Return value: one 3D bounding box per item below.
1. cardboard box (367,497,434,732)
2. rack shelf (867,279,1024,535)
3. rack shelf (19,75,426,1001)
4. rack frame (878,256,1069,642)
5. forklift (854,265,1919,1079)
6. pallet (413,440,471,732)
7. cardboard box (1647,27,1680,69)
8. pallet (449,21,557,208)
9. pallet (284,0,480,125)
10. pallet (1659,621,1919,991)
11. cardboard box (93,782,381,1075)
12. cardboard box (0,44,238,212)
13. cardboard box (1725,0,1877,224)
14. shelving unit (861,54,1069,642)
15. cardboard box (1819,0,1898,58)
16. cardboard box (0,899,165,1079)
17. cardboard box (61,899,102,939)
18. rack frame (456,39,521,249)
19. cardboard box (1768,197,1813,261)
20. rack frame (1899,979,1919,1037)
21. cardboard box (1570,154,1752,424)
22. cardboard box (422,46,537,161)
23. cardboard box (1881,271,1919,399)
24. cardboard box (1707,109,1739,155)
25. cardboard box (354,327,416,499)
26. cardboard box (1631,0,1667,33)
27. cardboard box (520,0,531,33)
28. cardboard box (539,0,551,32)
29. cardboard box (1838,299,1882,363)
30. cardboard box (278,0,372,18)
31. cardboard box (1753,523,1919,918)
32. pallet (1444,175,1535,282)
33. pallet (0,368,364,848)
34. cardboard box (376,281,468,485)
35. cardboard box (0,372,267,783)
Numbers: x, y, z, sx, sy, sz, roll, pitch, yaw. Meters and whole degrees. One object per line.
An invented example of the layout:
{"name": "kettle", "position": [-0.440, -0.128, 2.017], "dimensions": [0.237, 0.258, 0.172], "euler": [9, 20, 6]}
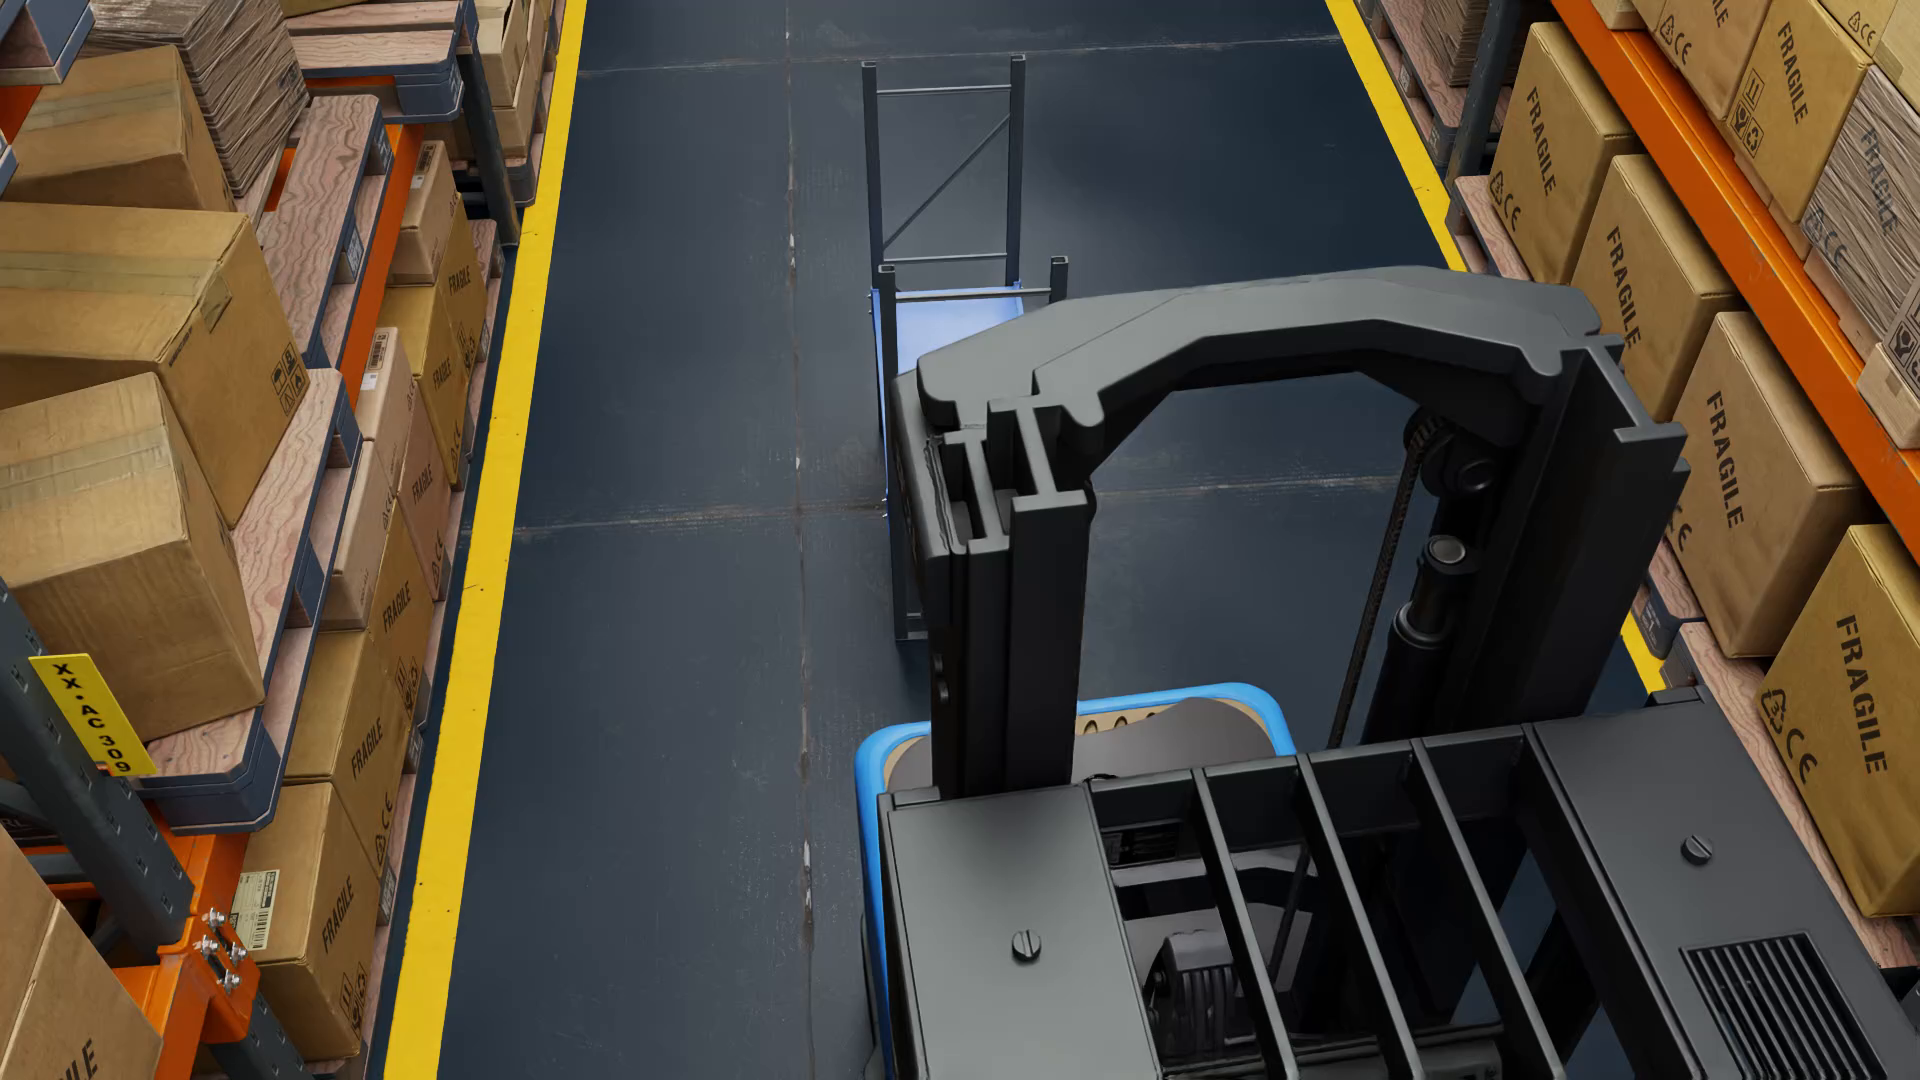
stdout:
{"name": "cardboard box", "position": [-1.888, 0.232, 4.883], "dimensions": [0.500, 0.500, 0.500], "euler": [-3, 47, -3]}
{"name": "rack shelf", "position": [-0.007, -0.454, 5.395], "dimensions": [0.538, 0.185, 1.000], "euler": [-3, 47, -3]}
{"name": "rack shelf", "position": [-2.168, -0.564, 4.713], "dimensions": [1.077, 0.370, 4.000], "euler": [-3, 47, -3]}
{"name": "rack frame", "position": [0.035, -0.210, 4.916], "dimensions": [0.500, 1.500, 0.032], "euler": [-3, 47, -3]}
{"name": "forklift", "position": [0.480, 1.173, 2.620], "dimensions": [1.130, 2.935, 3.031], "euler": [-7, 47, -6]}
{"name": "pallet", "position": [-2.211, 0.124, 5.487], "dimensions": [1.003, 0.211, 1.213], "euler": [-3, 47, -3]}
{"name": "cardboard box", "position": [2.492, -1.675, 5.430], "dimensions": [0.380, 0.149, 0.250], "euler": [-4, 47, -4]}
{"name": "pallet", "position": [-2.365, -1.897, 7.401], "dimensions": [1.003, 0.211, 1.213], "euler": [-3, 47, -3]}
{"name": "pallet", "position": [-2.209, -1.706, 5.432], "dimensions": [1.213, 0.211, 1.003], "euler": [-3, 47, -3]}
{"name": "pallet", "position": [2.796, 0.737, 4.906], "dimensions": [1.003, 0.211, 1.213], "euler": [-3, 47, -3]}
{"name": "cardboard box", "position": [-1.798, 0.980, 4.175], "dimensions": [0.500, 0.500, 0.500], "euler": [-5, 47, -5]}
{"name": "cardboard box", "position": [-2.210, -0.817, 4.100], "dimensions": [0.700, 0.500, 0.500], "euler": [-14, 48, -13]}
{"name": "cardboard box", "position": [2.513, -1.223, 4.555], "dimensions": [0.500, 0.500, 0.500], "euler": [-2, 47, -2]}
{"name": "shelving unit", "position": [-0.007, -0.577, 5.264], "dimensions": [0.538, 1.500, 1.048], "euler": [-3, 47, -3]}
{"name": "cardboard box", "position": [2.522, -1.500, 4.300], "dimensions": [0.500, 0.250, 0.500], "euler": [-4, 47, -4]}
{"name": "cardboard box", "position": [-1.703, 0.948, 2.718], "dimensions": [0.500, 0.500, 0.500], "euler": [-3, 47, -3]}
{"name": "cardboard box", "position": [-2.327, 1.005, 4.151], "dimensions": [0.500, 0.500, 0.500], "euler": [-4, 47, -4]}
{"name": "rack frame", "position": [-2.335, -2.258, 5.822], "dimensions": [1.000, 3.000, 0.127], "euler": [-3, 47, -3]}
{"name": "cardboard box", "position": [2.552, -0.930, 4.724], "dimensions": [0.380, 0.149, 0.250], "euler": [-2, 47, -2]}
{"name": "rack frame", "position": [2.936, 0.332, 3.369], "dimensions": [1.000, 3.000, 0.127], "euler": [-3, 47, -3]}
{"name": "cardboard box", "position": [2.599, -0.793, 5.626], "dimensions": [0.750, 0.750, 0.750], "euler": [-4, 47, -3]}
{"name": "cardboard box", "position": [-2.086, -1.854, 7.044], "dimensions": [0.500, 0.250, 0.500], "euler": [-4, 47, -3]}
{"name": "cardboard box", "position": [2.593, -0.498, 3.869], "dimensions": [0.500, 0.500, 0.500], "euler": [-3, 47, -3]}
{"name": "cardboard box", "position": [2.533, -1.301, 5.075], "dimensions": [0.380, 0.149, 0.250], "euler": [-3, 47, -3]}
{"name": "cardboard box", "position": [-1.924, -0.365, 4.932], "dimensions": [0.500, 0.250, 0.500], "euler": [-4, 47, -4]}
{"name": "cardboard box", "position": [2.421, -1.959, 5.252], "dimensions": [0.500, 0.500, 0.500], "euler": [-2, 47, -2]}
{"name": "cardboard box", "position": [-2.139, -2.426, 7.200], "dimensions": [0.500, 0.311, 0.500], "euler": [-5, 47, -4]}
{"name": "cardboard box", "position": [-2.179, -2.593, 7.744], "dimensions": [0.500, 0.250, 0.500], "euler": [-5, 47, -4]}
{"name": "cardboard box", "position": [2.569, -0.555, 4.369], "dimensions": [0.380, 0.149, 0.250], "euler": [-3, 47, -3]}
{"name": "cardboard box", "position": [-2.170, -1.988, 5.209], "dimensions": [0.700, 0.500, 0.500], "euler": [-18, 49, -16]}
{"name": "cardboard box", "position": [2.752, 0.465, 4.435], "dimensions": [0.750, 0.750, 0.750], "euler": [-3, 47, -3]}
{"name": "pallet", "position": [2.592, -1.028, 6.578], "dimensions": [1.003, 0.211, 1.213], "euler": [-3, 47, -3]}
{"name": "pallet", "position": [-1.959, 0.117, 3.705], "dimensions": [1.003, 0.211, 1.213], "euler": [-3, 47, -3]}
{"name": "cardboard box", "position": [-1.980, -0.513, 5.588], "dimensions": [0.500, 0.500, 0.500], "euler": [-5, 47, -5]}
{"name": "cardboard box", "position": [-1.817, 0.101, 3.230], "dimensions": [0.700, 0.500, 0.500], "euler": [-18, 49, -16]}
